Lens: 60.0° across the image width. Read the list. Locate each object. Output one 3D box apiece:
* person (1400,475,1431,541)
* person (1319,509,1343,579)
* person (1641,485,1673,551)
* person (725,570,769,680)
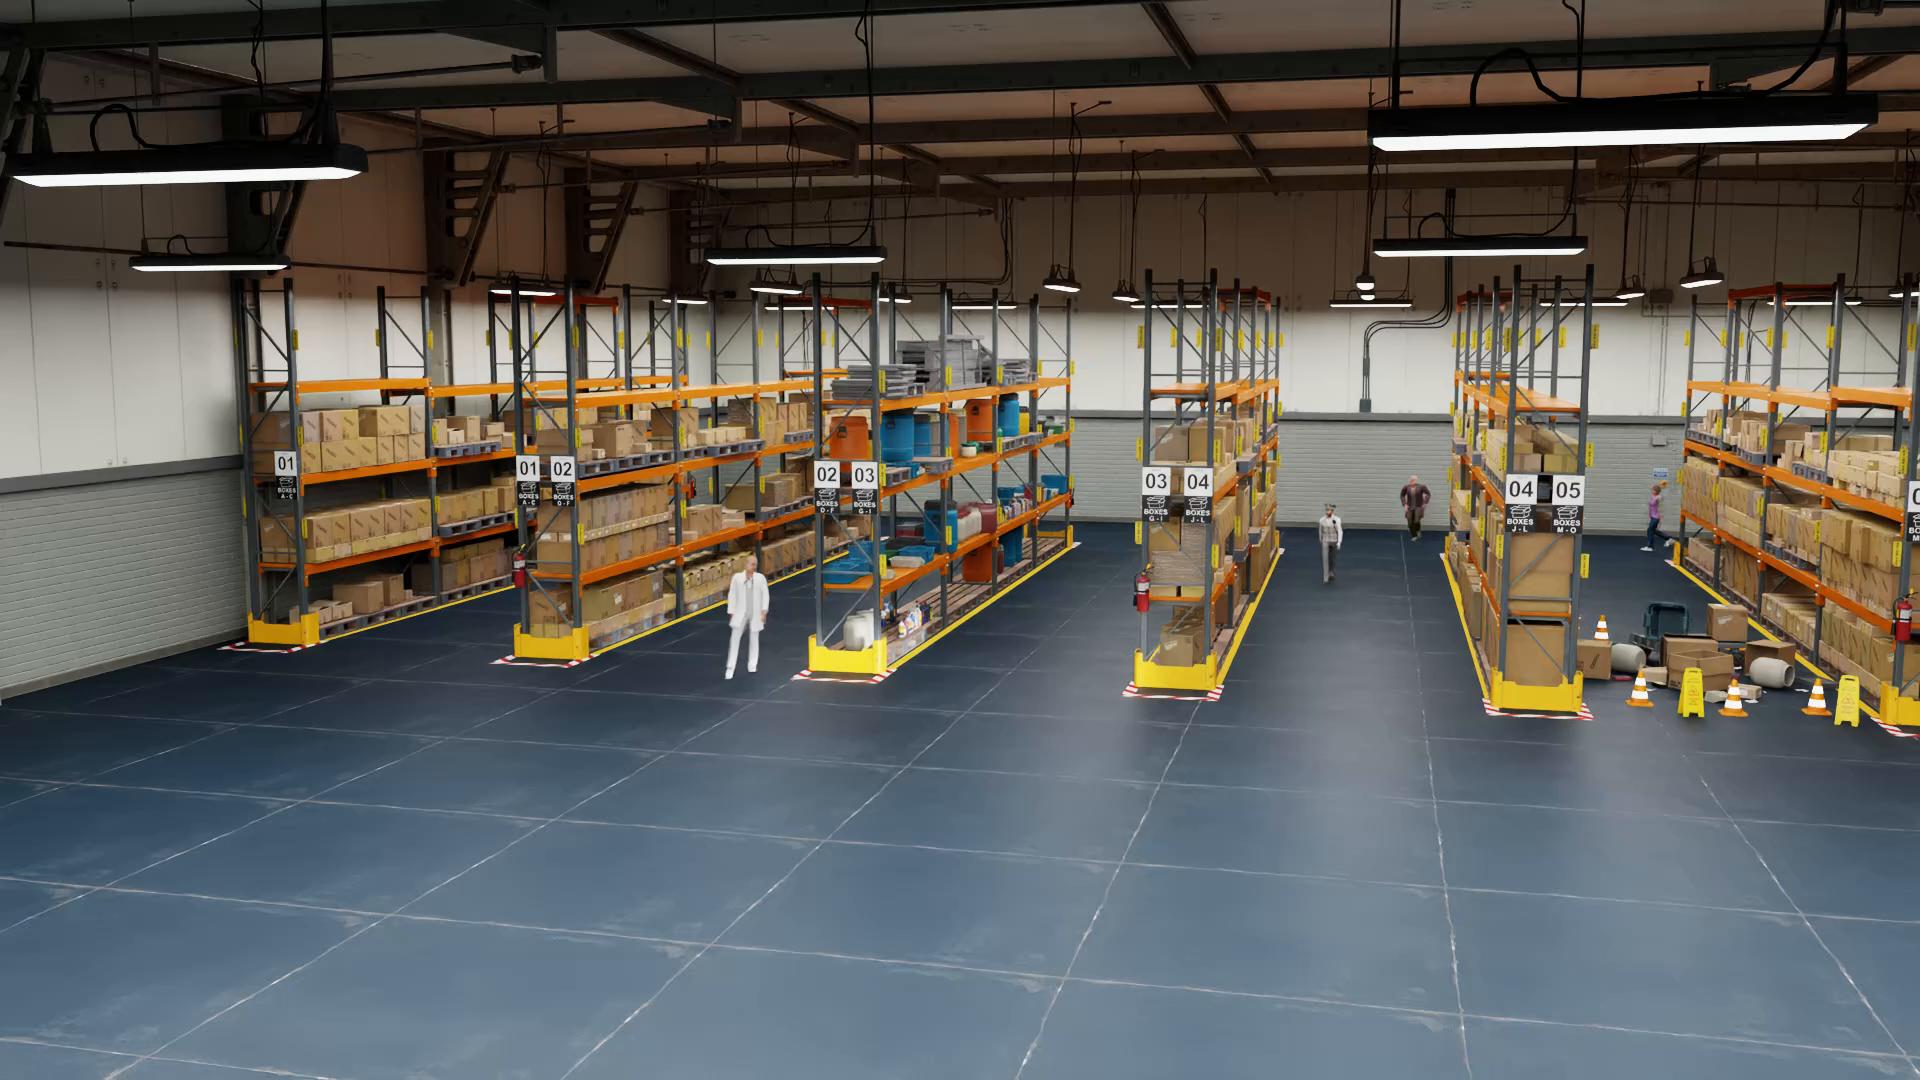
[{"bbox_3d":[11.351,-0.791,41.467,0.750,1.680,0.674,3,8,25],"label":"person"},{"bbox_3d":[7.723,0.017,34.651,0.483,1.545,0.833,1,7,12],"label":"person"},{"bbox_3d":[16.587,-0.527,39.507,0.755,1.569,0.398,1,7,7],"label":"person"},{"bbox_3d":[-3.216,1.243,24.968,0.709,1.597,0.688,-2,7,-13],"label":"person"}]
